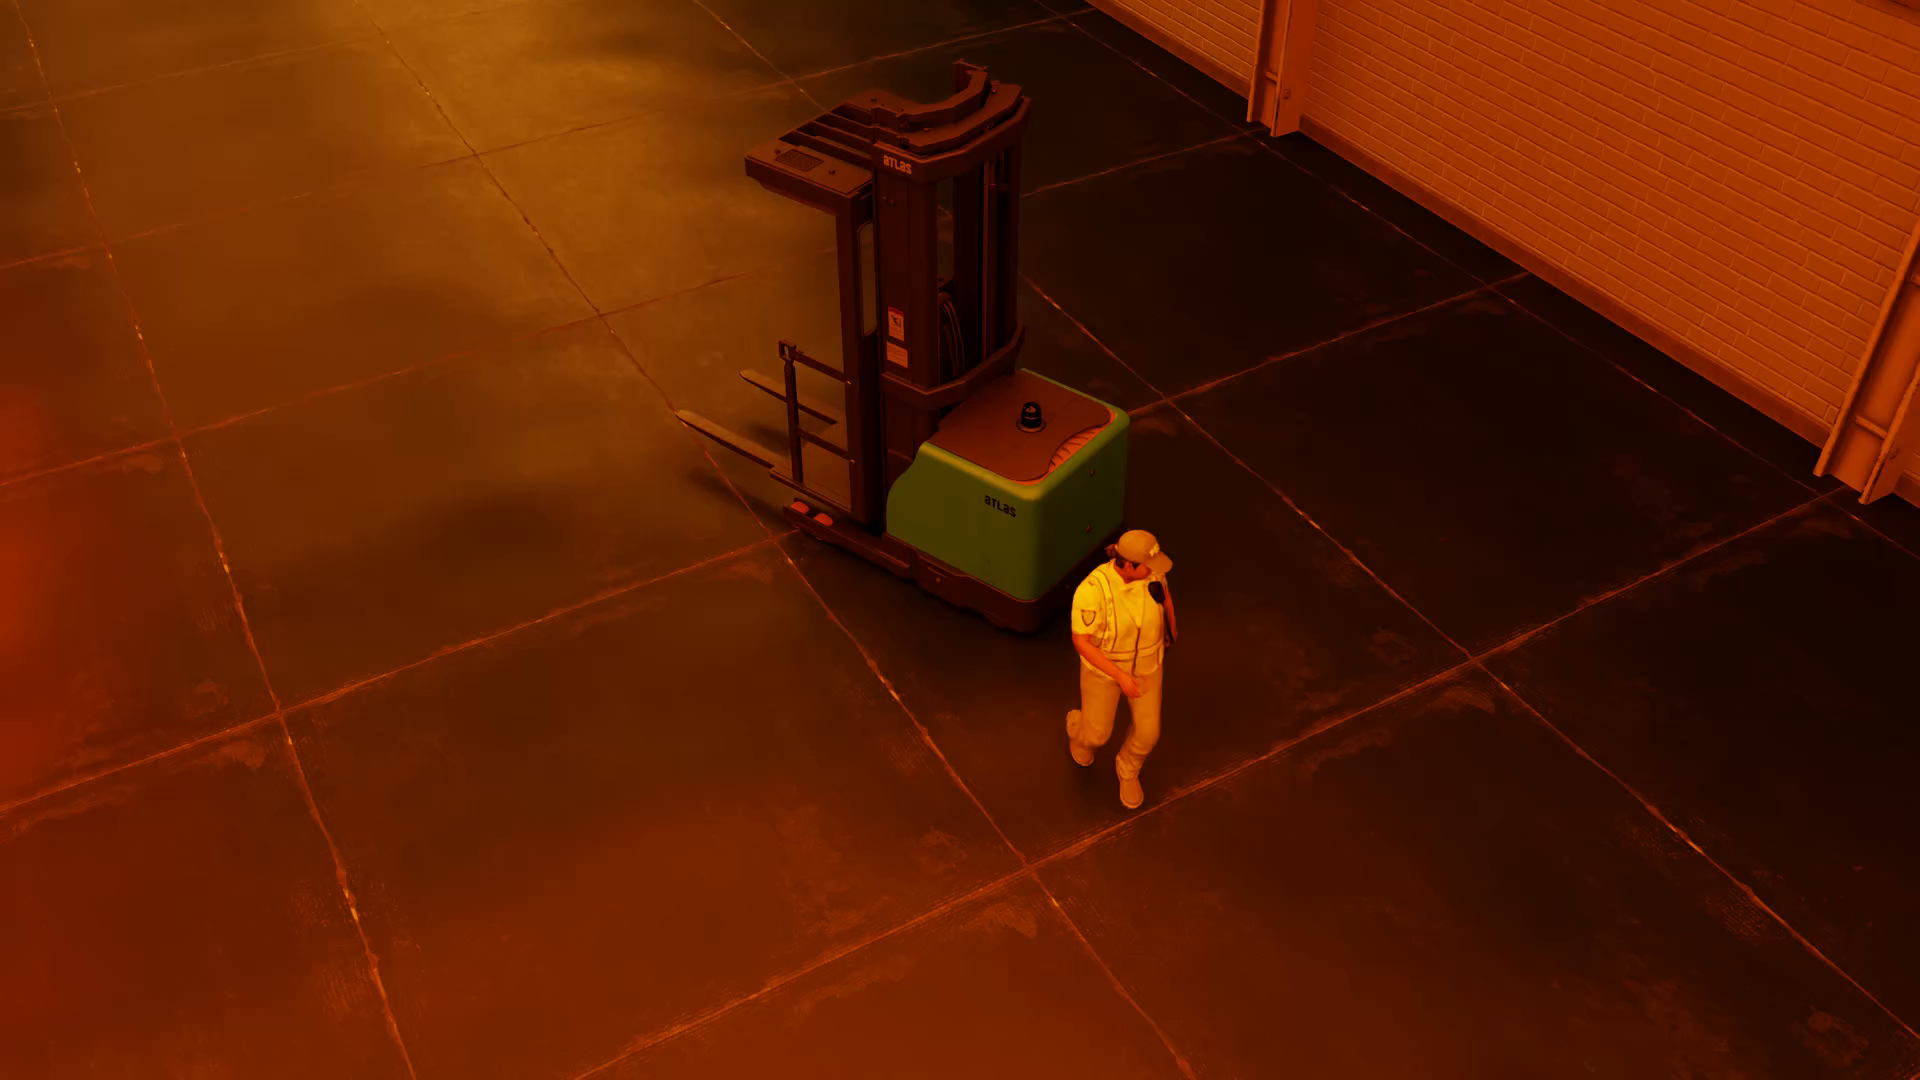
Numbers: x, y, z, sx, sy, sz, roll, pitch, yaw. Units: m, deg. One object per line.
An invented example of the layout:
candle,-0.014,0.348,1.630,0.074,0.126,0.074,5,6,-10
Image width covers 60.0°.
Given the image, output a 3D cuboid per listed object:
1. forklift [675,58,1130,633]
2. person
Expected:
forklift,-0.481,-1.366,9.683,3.031,2.935,1.130,26,46,28
person,0.849,0.612,8.342,0.642,1.610,0.576,-8,40,-10
